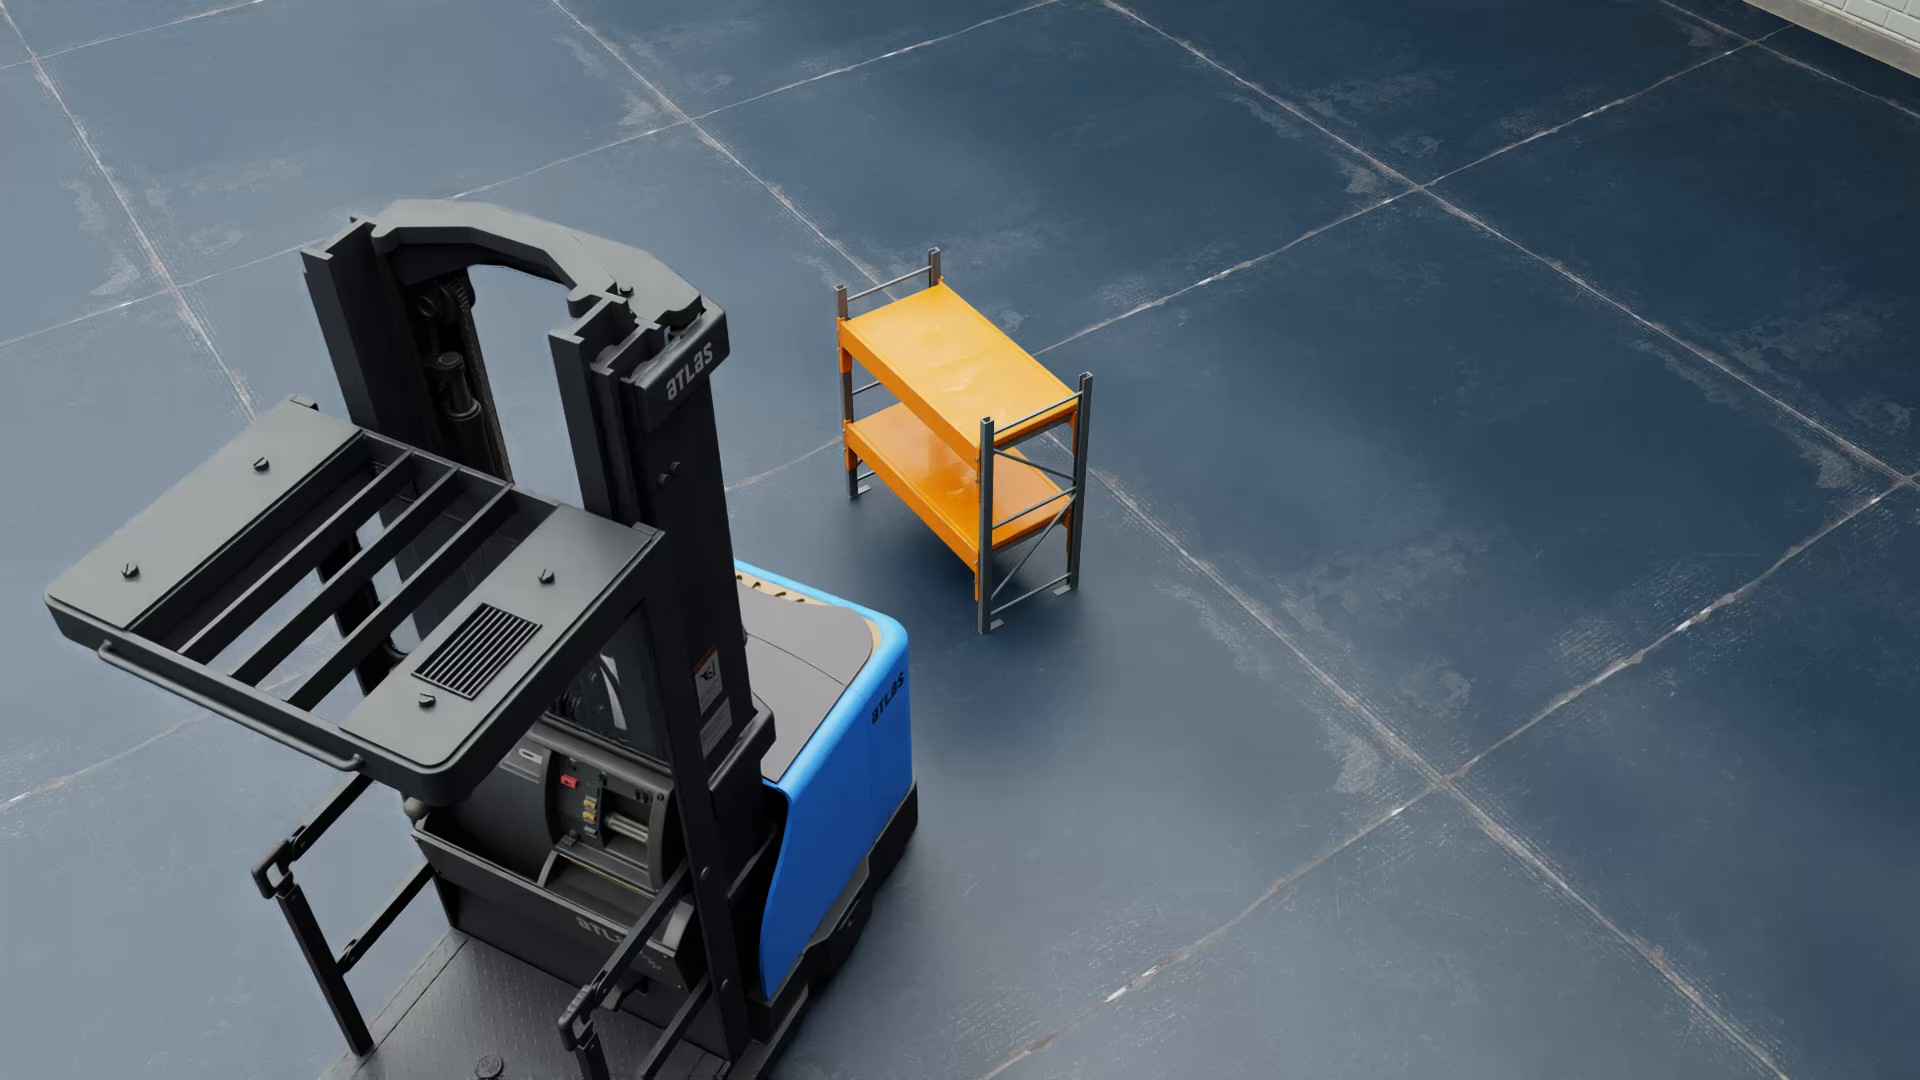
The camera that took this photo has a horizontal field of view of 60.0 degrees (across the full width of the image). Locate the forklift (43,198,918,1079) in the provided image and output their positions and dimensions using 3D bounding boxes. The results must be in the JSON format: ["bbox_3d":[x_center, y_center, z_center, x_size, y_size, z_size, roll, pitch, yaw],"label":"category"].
[{"bbox_3d":[-1.268,0.745,4.338,1.130,2.935,3.031,19,47,19],"label":"forklift"}]

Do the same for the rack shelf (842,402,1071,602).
[{"bbox_3d":[-0.004,-0.234,7.025,0.538,0.278,1.000,-26,49,-24],"label":"rack shelf"}]

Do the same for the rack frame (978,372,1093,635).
[{"bbox_3d":[0.287,-0.123,6.555,0.500,1.125,0.032,-26,49,-24],"label":"rack frame"}]

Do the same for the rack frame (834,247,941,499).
[{"bbox_3d":[-0.295,-0.699,7.158,0.500,1.125,0.032,-26,49,-24],"label":"rack frame"}]

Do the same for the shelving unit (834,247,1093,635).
[{"bbox_3d":[-0.004,-0.411,6.857,0.538,1.125,1.048,-26,49,-24],"label":"shelving unit"}]

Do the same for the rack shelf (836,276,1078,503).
[{"bbox_3d":[-0.004,-0.622,6.654,0.538,0.278,1.000,-26,49,-24],"label":"rack shelf"}]
